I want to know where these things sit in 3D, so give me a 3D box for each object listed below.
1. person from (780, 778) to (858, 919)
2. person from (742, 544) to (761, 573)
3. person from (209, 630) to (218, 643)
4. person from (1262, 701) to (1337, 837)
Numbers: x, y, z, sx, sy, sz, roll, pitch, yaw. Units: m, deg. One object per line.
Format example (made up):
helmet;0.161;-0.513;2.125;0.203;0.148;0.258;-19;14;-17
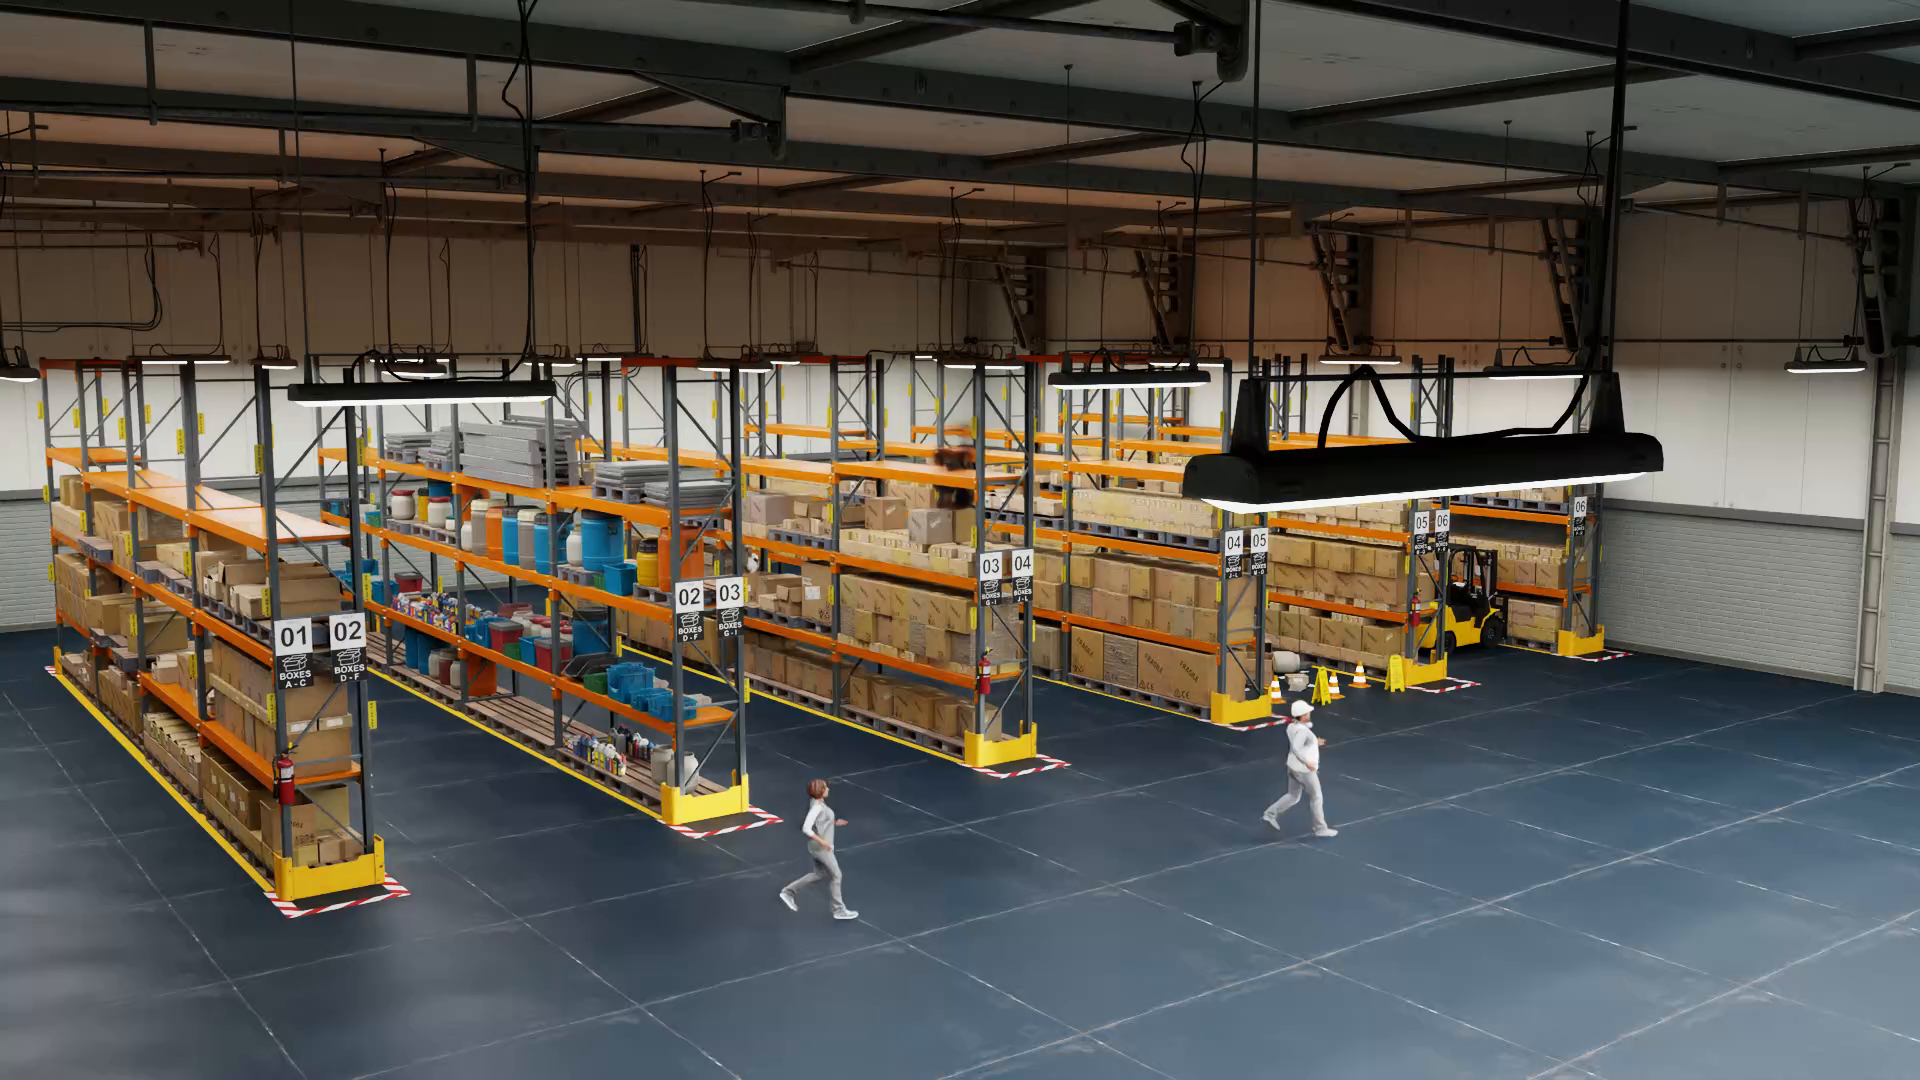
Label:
person;-1.542;3.414;18.123;0.857;1.478;0.546;-1;7;-10
person;-4.798;0.932;37.609;0.672;1.813;0.910;-3;8;-26
person;-14.311;1.683;31.884;0.630;1.690;0.715;-6;9;-42
person;4.349;2.906;21.084;0.969;1.749;0.578;-1;7;-11
